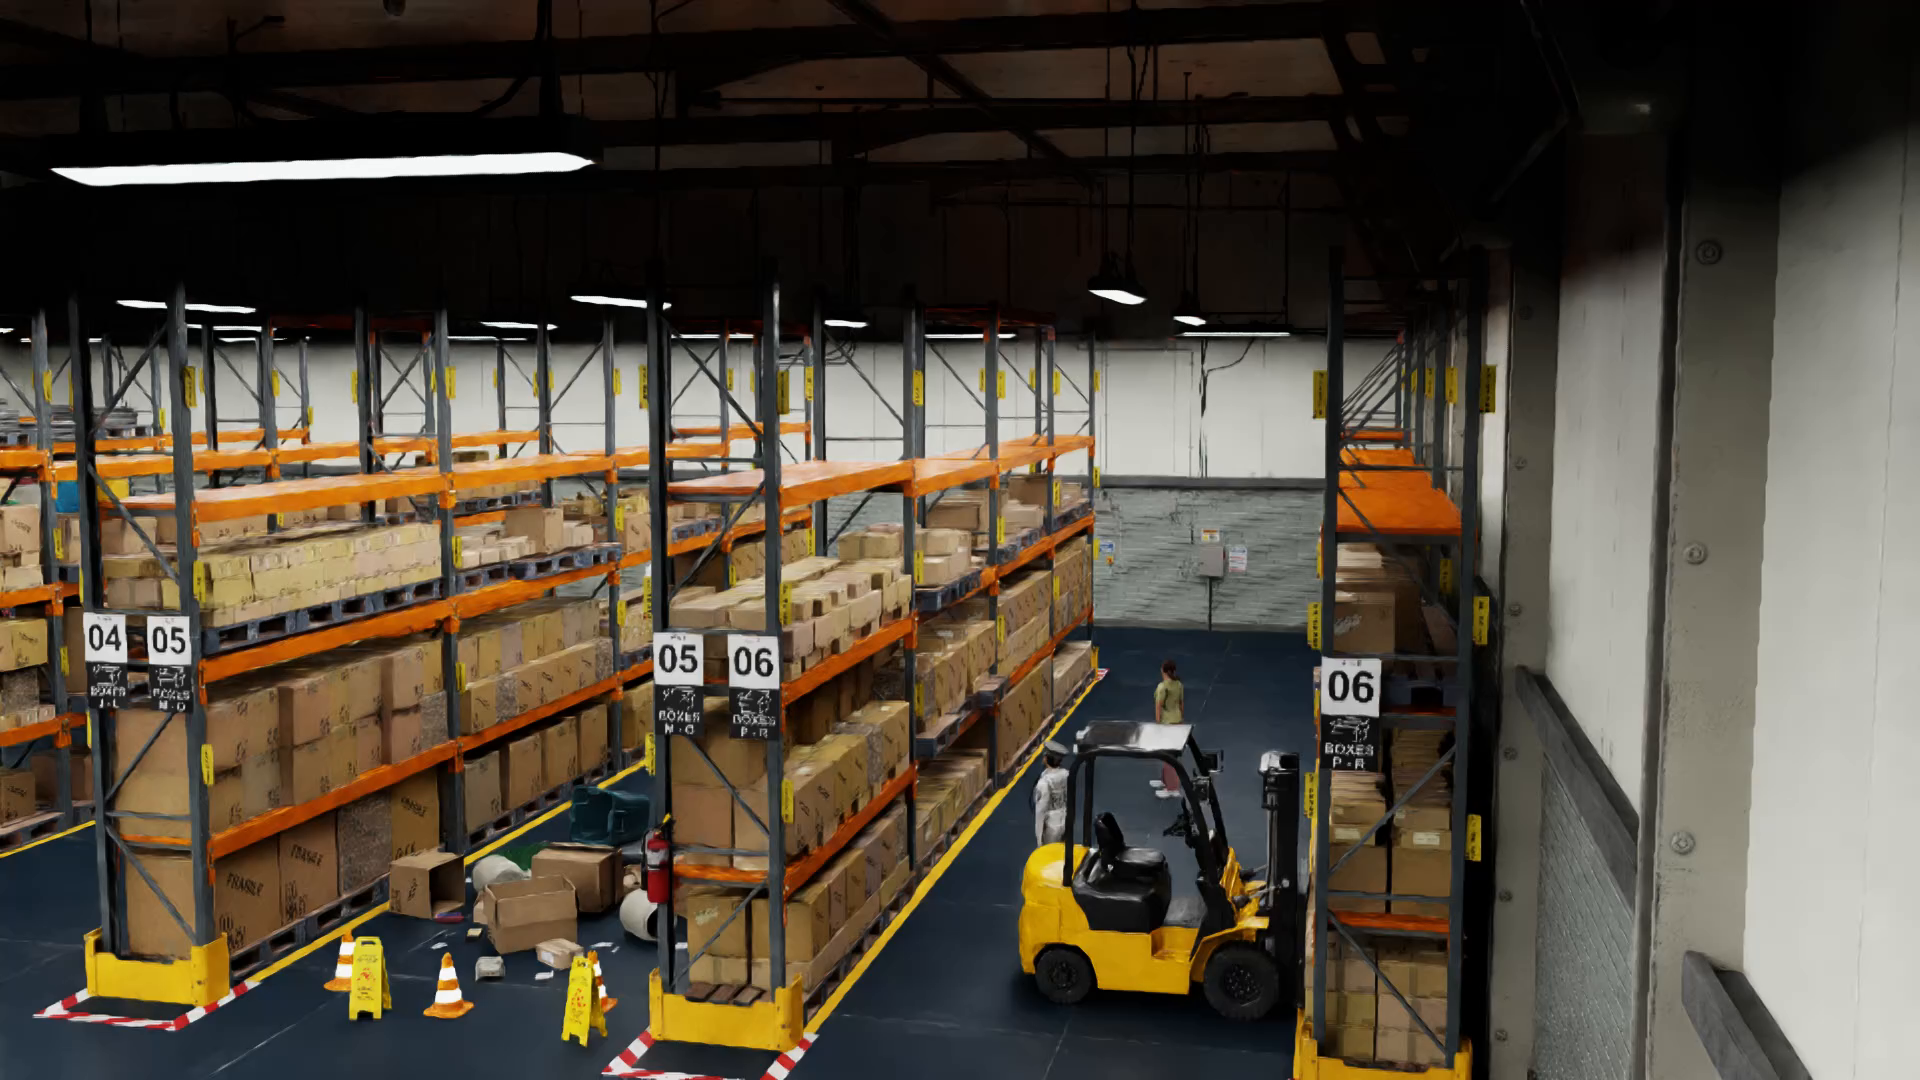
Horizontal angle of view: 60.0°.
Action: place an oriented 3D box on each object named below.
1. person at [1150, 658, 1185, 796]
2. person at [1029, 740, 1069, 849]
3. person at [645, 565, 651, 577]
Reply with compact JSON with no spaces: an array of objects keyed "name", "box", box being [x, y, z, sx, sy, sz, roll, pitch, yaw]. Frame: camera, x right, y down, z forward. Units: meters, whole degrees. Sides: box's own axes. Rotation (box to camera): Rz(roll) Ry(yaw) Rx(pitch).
[{"name":"person","box":[2.525,2.261,20.376,0.577,1.665,0.555,5,8,43]},{"name":"person","box":[0.839,2.734,15.764,0.514,1.676,0.572,5,8,40]},{"name":"person","box":[-5.619,1.056,31.497,0.785,1.710,0.661,-5,7,-38]}]
